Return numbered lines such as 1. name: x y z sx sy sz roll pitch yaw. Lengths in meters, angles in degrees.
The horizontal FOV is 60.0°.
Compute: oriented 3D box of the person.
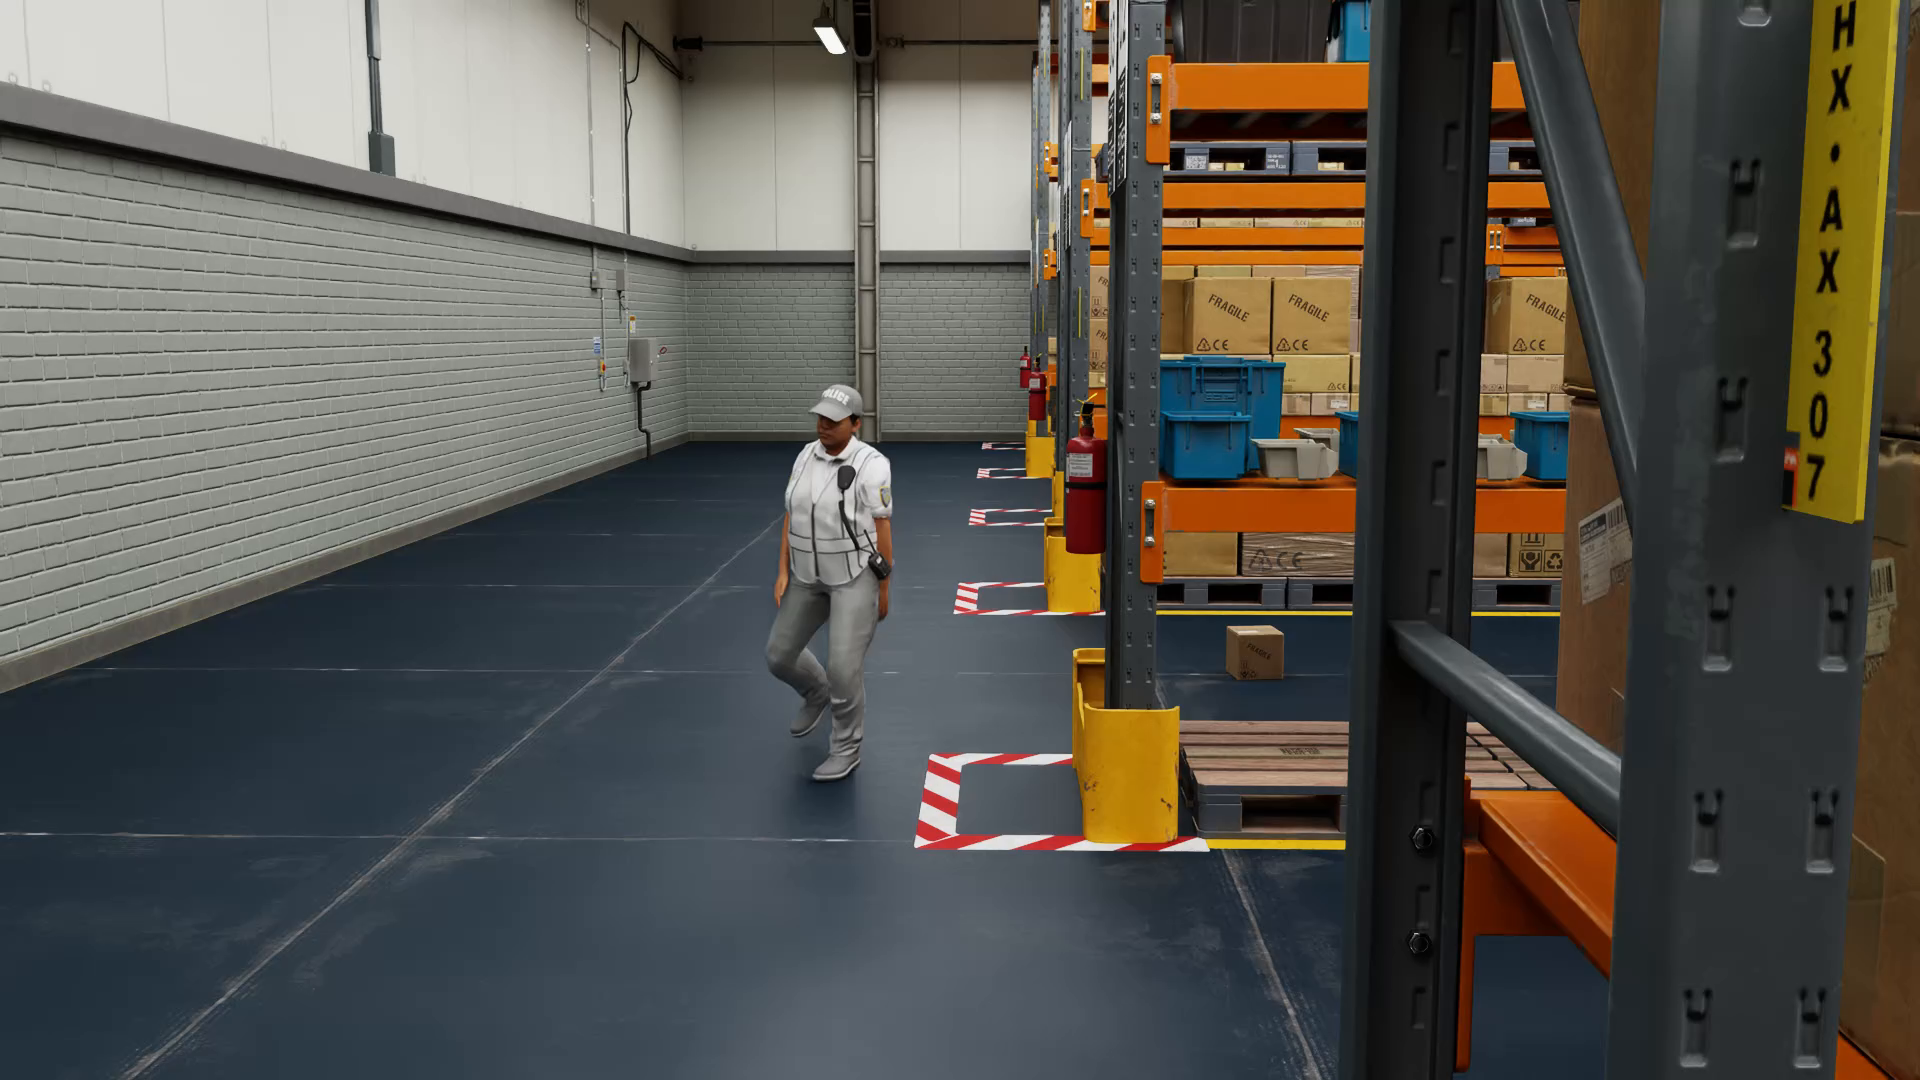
1. person: -0.542 0.156 7.073 0.635 1.640 0.606 4 8 28
